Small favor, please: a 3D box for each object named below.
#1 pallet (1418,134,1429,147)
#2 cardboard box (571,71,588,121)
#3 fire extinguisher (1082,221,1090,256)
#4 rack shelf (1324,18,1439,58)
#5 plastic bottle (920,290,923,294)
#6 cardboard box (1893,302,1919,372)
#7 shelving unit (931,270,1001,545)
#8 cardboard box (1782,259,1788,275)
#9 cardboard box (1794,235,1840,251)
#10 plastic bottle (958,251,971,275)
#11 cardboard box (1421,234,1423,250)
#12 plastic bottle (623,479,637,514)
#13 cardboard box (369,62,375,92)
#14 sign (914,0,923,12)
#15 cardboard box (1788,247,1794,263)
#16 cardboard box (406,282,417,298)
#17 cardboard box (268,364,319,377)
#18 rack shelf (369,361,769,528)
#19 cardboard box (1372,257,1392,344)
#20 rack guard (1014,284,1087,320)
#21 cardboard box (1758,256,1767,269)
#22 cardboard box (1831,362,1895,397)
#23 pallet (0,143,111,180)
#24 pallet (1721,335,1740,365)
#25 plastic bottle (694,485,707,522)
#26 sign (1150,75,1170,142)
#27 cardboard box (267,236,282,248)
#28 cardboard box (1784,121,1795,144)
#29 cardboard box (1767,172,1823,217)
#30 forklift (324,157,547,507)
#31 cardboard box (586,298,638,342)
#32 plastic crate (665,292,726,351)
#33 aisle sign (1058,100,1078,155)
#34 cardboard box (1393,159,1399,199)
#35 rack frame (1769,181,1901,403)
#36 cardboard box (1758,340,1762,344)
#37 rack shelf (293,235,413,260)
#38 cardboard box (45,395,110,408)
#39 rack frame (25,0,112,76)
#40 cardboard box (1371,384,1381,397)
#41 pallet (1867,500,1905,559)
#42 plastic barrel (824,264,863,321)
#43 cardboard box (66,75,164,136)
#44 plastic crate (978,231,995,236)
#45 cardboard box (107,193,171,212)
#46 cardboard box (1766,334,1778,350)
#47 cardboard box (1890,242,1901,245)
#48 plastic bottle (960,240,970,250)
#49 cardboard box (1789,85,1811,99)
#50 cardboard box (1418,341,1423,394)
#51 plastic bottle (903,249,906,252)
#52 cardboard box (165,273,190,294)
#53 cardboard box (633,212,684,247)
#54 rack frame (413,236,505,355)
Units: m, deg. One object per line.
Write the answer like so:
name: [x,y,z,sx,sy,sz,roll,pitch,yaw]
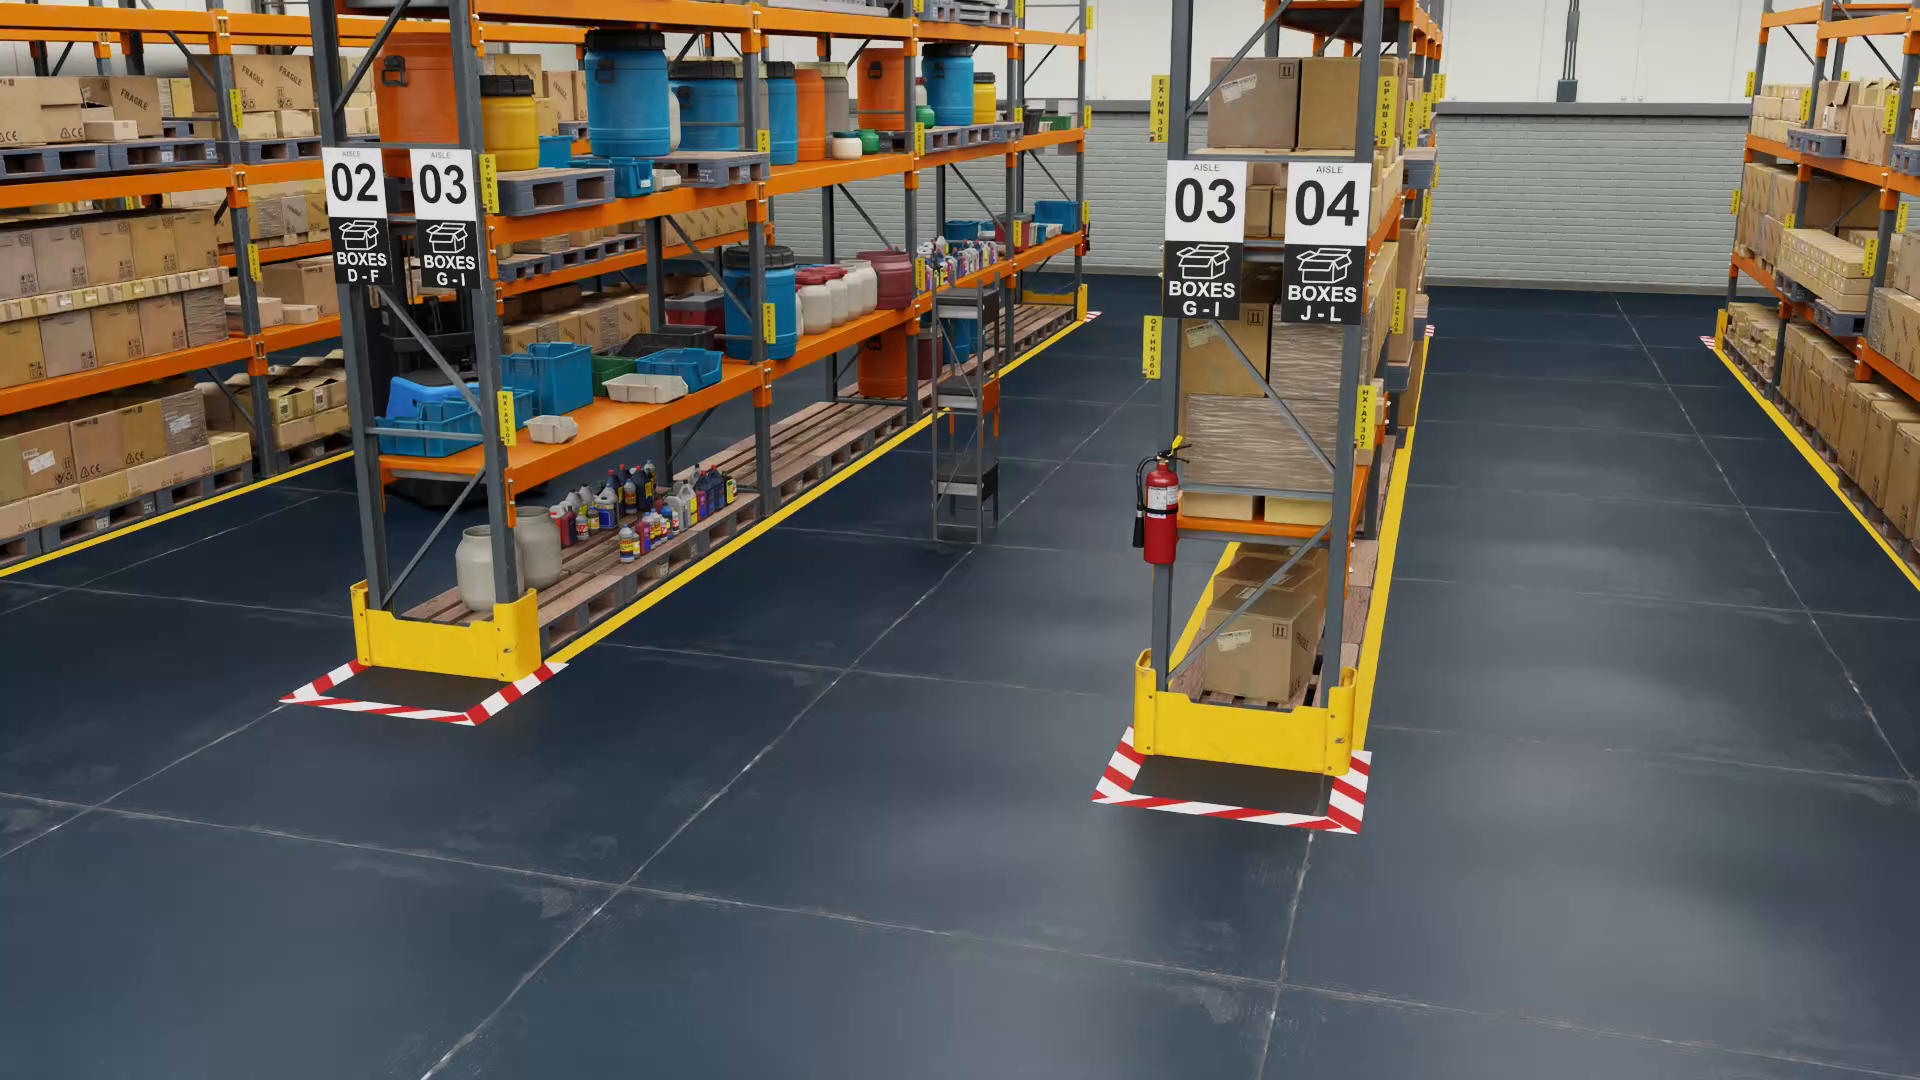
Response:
pallet: [3.939,-3.866,16.311,1.213,0.211,1.003,5,17,18]
cardboard box: [-4.935,-5.595,20.927,0.600,0.600,0.600,4,16,15]
fire extinguisher: [1.810,-4.606,24.896,0.296,0.674,0.183,5,16,16]
rack shelf: [4.375,-5.212,17.265,1.077,0.370,4.000,5,16,16]
plastic bottle: [-0.450,-2.780,17.868,0.097,0.271,0.097,0,16,0]
cardboard box: [7.861,-1.617,13.348,0.500,0.500,0.500,5,16,16]
shelving unit: [0.047,-1.053,13.196,0.431,2.100,0.503,5,16,16]
cardboard box: [9.044,-2.917,17.809,0.380,0.149,0.250,5,17,17]
cardboard box: [8.895,-3.071,17.261,0.380,0.149,0.250,4,16,15]
plastic bottle: [0.041,-3.260,19.555,0.152,0.276,0.135,5,16,16]
cardboard box: [5.328,-3.561,20.117,0.500,0.250,0.500,4,16,15]
plastic bottle: [-2.632,-0.352,13.265,0.097,0.271,0.097,0,16,0]
cardboard box: [-8.692,-6.822,24.333,0.500,0.500,0.500,4,16,15]
sign: [-0.413,-5.415,16.522,0.100,0.325,0.005,5,16,16]
cardboard box: [8.972,-2.998,17.548,0.380,0.149,0.250,5,17,17]
cardboard box: [-5.999,-2.651,17.641,0.380,0.149,0.250,6,17,20]
cardboard box: [-6.701,-1.608,16.743,0.500,0.311,0.500,5,16,16]
rack shelf: [-2.647,-0.809,12.004,1.077,0.370,4.000,5,16,16]
cardboard box: [2.522,-1.566,10.793,0.500,0.500,0.500,5,16,16]
rack guard: [1.326,-3.623,25.186,1.175,0.500,0.348,5,16,16]
cardboard box: [9.902,-3.363,20.150,0.380,0.149,0.250,5,17,17]
cardboard box: [8.476,-1.490,15.521,0.500,0.250,0.500,4,16,15]
pallet: [-7.393,-2.921,12.796,1.003,0.211,1.213,5,16,16]
pallet: [10.520,-2.452,21.587,1.003,0.211,1.213,5,16,16]
plastic bottle: [-2.046,-0.297,13.050,0.061,0.283,0.133,6,17,20]
sign: [1.007,-2.165,8.347,0.100,0.325,0.005,5,16,16]
cardboard box: [-9.446,-4.054,22.548,0.380,0.149,0.250,5,16,16]
cardboard box: [9.704,-4.627,18.922,0.500,0.250,0.500,5,16,16]
cardboard box: [9.845,-4.061,19.590,0.500,0.500,0.500,5,17,17]
forklift: [-4.979,-2.029,15.110,1.130,2.935,3.031,-13,20,-38]
cardboard box: [-4.567,-2.886,21.782,0.500,0.500,0.500,5,16,16]
plastic crate: [-2.235,-1.860,14.272,0.402,0.464,0.583,5,16,16]
aisle sign: [1.633,-6.065,24.451,0.394,0.787,0.004,5,16,16]
cardboard box: [2.632,-2.390,11.037,0.500,0.250,0.500,5,17,17]
rack frame: [9.670,-2.977,18.327,1.000,3.000,0.127,5,16,16]
cardboard box: [9.798,-2.327,19.945,0.380,0.149,0.250,5,17,17]
rack shelf: [-8.736,-4.717,25.781,1.077,0.370,4.000,5,16,16]
cardboard box: [-7.543,-0.945,14.060,0.500,0.500,0.500,5,16,16]
rack frame: [-10.441,-6.380,19.330,1.000,3.000,0.127,5,16,16]
cardboard box: [2.810,-1.030,11.924,0.380,0.149,0.250,5,16,16]
pallet: [7.888,-0.070,13.189,1.003,0.211,1.213,5,16,16]
plastic barrel: [-1.149,-2.383,16.029,0.421,0.512,0.421,0,16,0]
cardboard box: [-7.223,-3.713,14.217,0.500,0.500,0.500,6,17,20]
plastic crate: [0.401,-4.153,22.846,0.293,0.136,0.466,5,16,16]
cardboard box: [-10.056,-4.161,20.365,0.500,0.250,0.500,5,17,17]
cardboard box: [9.556,-2.276,19.223,0.380,0.149,0.250,5,17,17]
cardboard box: [9.372,-2.883,16.597,0.380,0.149,0.250,4,16,13]
plastic bottle: [0.056,-3.445,20.068,0.144,0.351,0.185,5,16,16]
cardboard box: [9.785,-5.156,19.142,0.380,0.149,0.250,4,16,14]
cardboard box: [4.528,-2.165,18.588,1.225,0.875,0.875,4,16,14]
plastic bottle: [-0.631,-3.318,19.756,0.152,0.276,0.135,5,16,16]
cardboard box: [-6.843,-2.203,14.227,0.380,0.149,0.250,4,16,14]
cardboard box: [-4.147,-4.317,22.870,0.500,0.500,0.500,5,17,17]
rack frame: [-5.690,-3.110,18.798,1.000,3.000,0.127,5,16,16]
